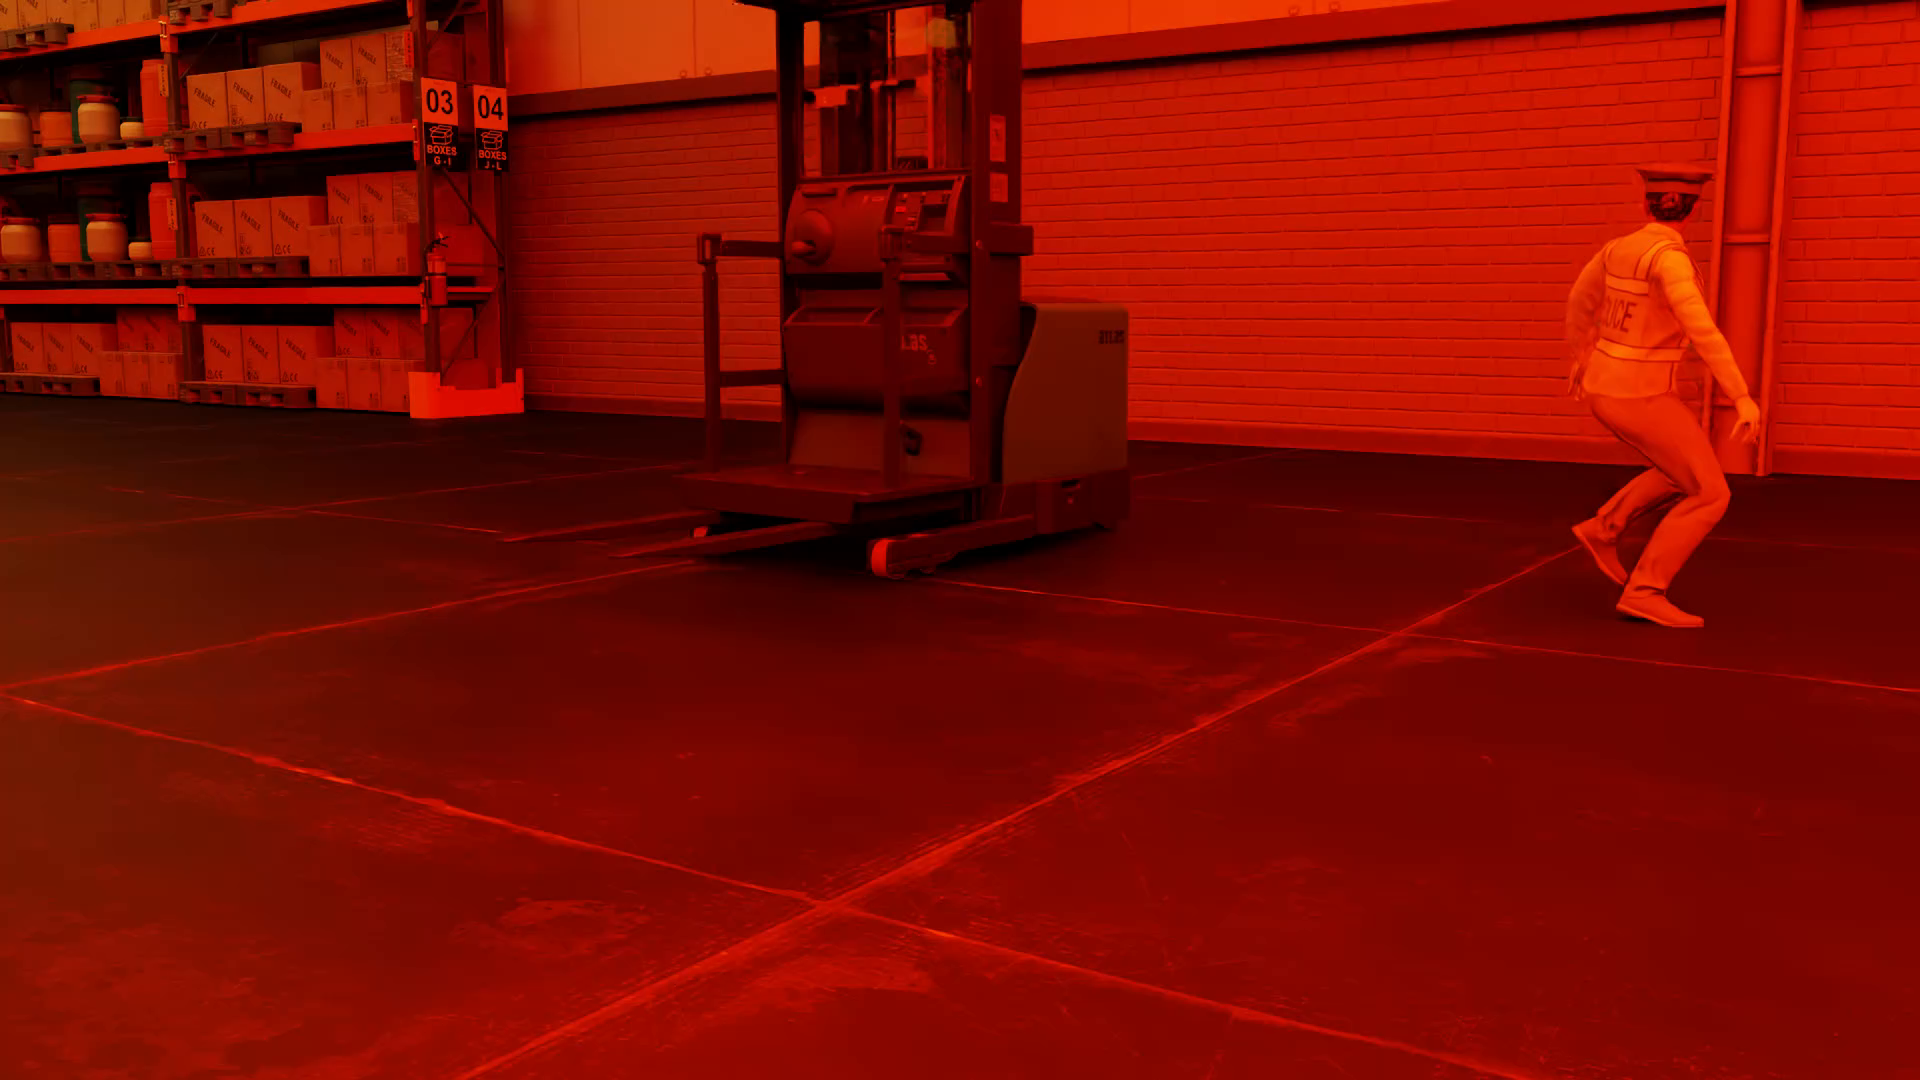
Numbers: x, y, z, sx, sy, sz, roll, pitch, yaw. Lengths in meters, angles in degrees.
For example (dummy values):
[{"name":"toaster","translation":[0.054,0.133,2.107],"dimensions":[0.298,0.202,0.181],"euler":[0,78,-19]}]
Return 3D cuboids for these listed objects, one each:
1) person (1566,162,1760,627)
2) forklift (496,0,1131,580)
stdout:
[{"name":"person","translation":[2.393,-0.503,5.735],"dimensions":[0.516,1.561,0.804],"euler":[1,8,9]},{"name":"forklift","translation":[-0.493,-1.371,6.832],"dimensions":[1.130,2.935,3.031],"euler":[6,10,37]}]
